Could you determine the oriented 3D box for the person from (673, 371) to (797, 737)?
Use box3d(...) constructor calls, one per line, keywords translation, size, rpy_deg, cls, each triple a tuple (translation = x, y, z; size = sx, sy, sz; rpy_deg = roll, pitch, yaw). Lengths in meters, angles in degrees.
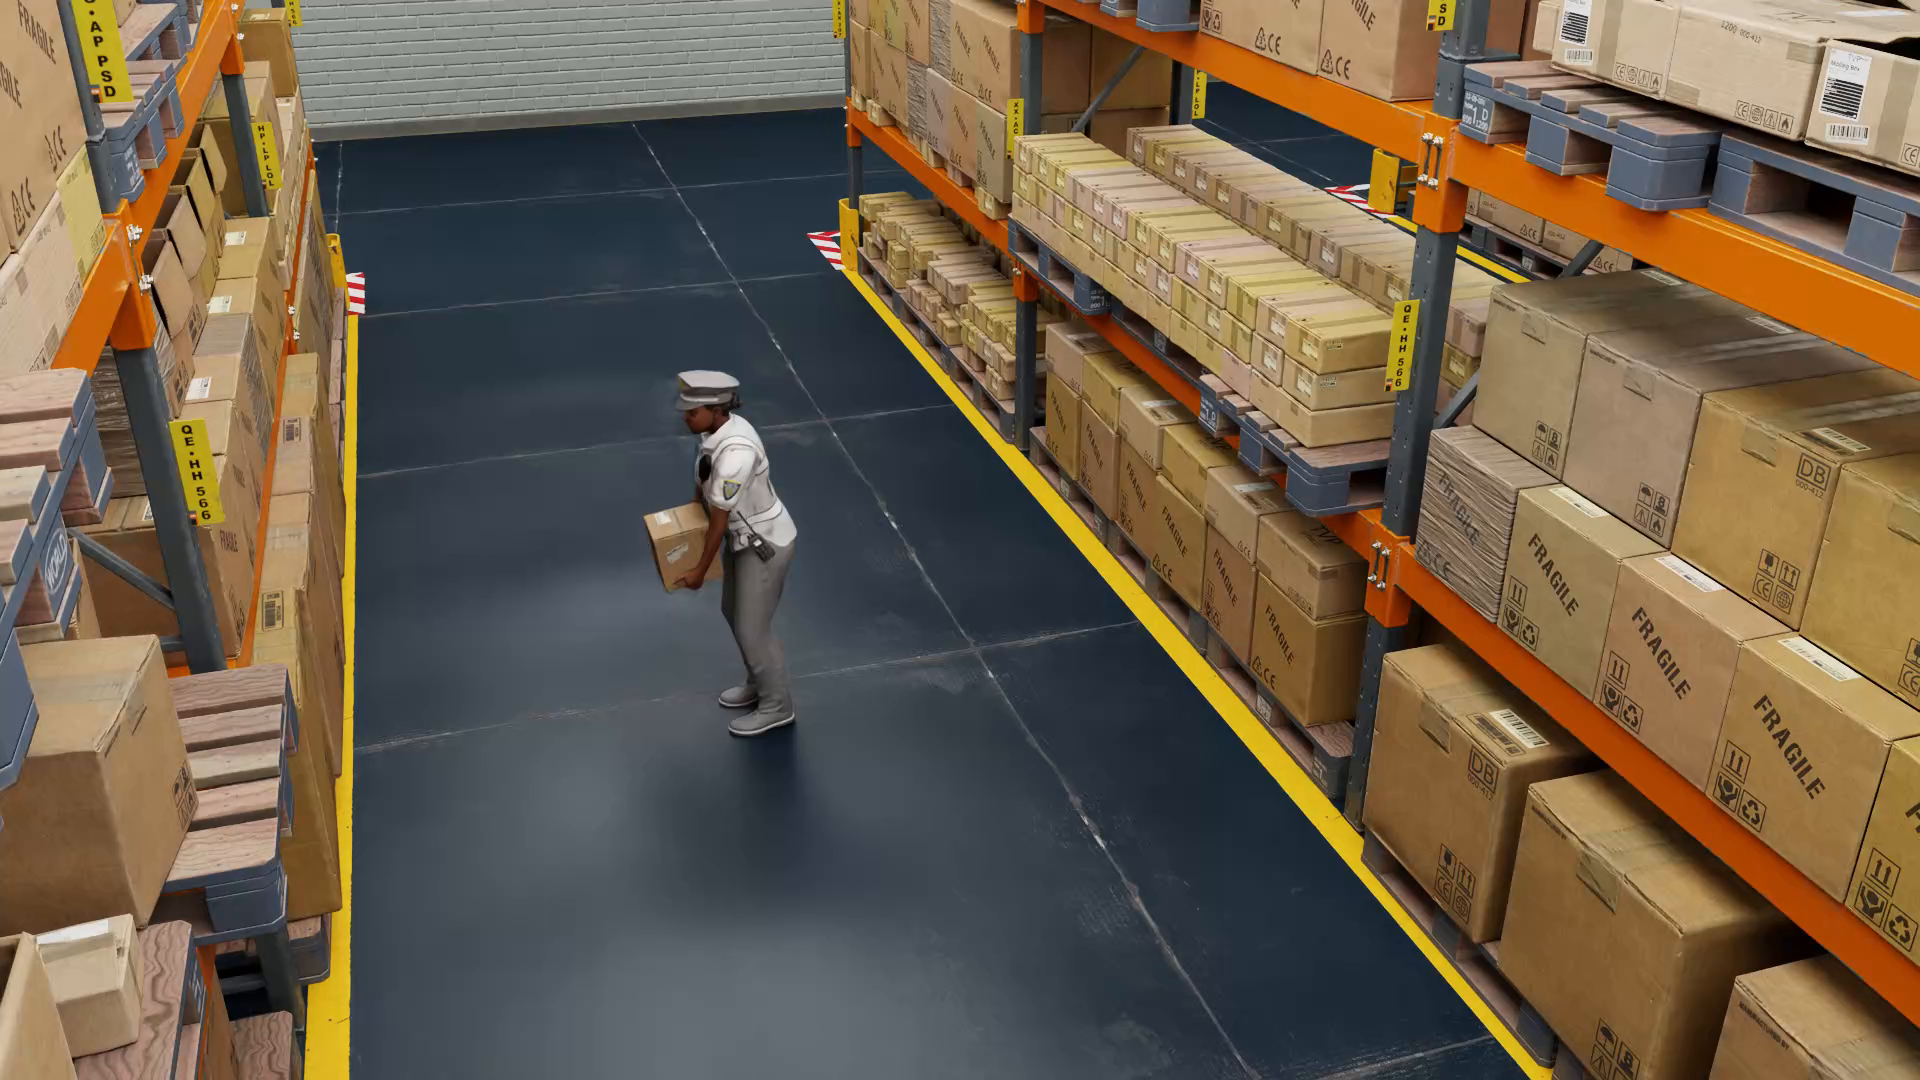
box3d(translation=(-0.967, 0.052, 7.041), size=(0.552, 1.645, 0.415), rpy_deg=(-9, 28, -17), cls="person")
